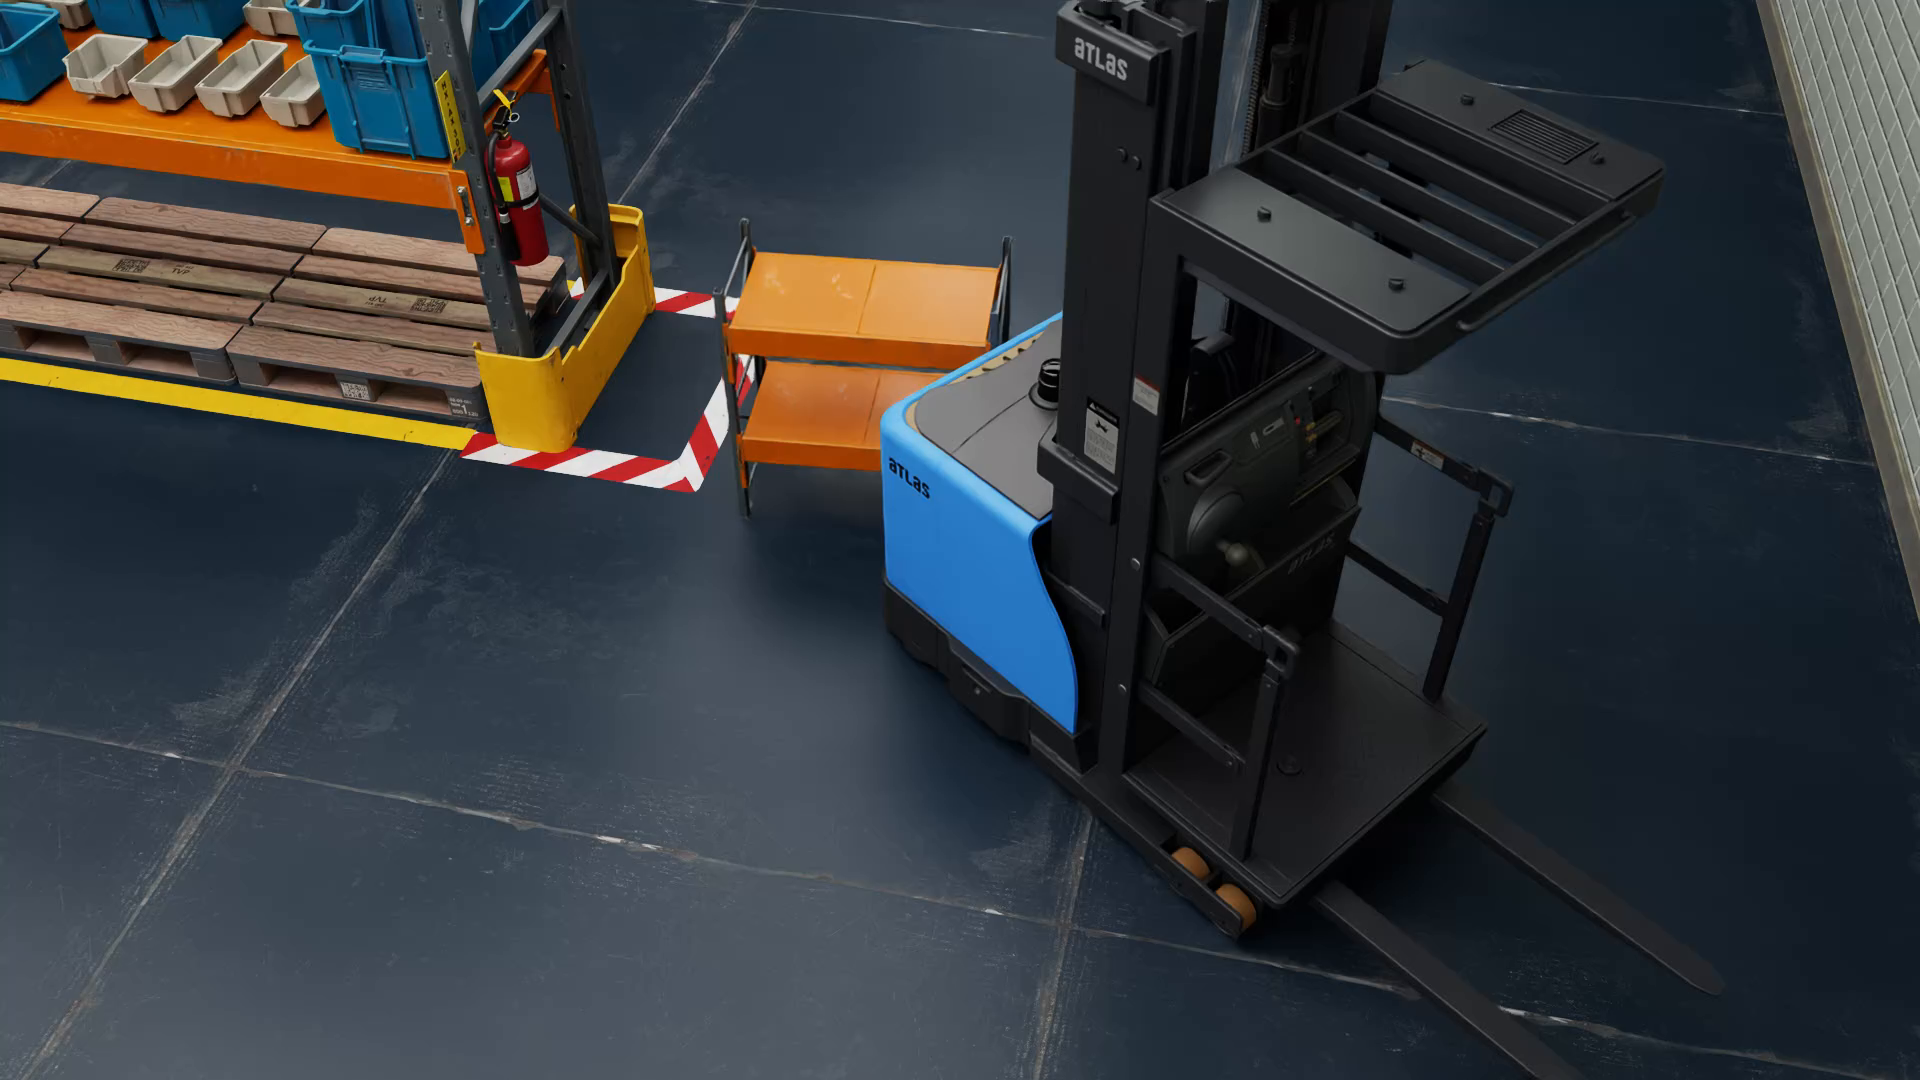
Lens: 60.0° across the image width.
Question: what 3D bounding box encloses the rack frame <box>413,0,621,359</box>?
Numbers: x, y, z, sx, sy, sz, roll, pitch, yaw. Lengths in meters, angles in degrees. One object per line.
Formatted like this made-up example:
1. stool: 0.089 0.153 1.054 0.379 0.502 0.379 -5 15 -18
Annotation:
1. rack frame: -1.754 -1.860 6.519 0.127 3.000 1.000 9 45 9

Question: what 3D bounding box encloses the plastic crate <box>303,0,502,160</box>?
1. plastic crate: -2.122 -1.819 6.408 0.499 0.435 0.616 9 45 9

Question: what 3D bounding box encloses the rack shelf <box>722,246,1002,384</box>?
1. rack shelf: -0.352 -0.832 6.381 1.000 0.278 0.538 5 44 5

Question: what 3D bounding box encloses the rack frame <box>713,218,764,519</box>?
1. rack frame: -0.857 -0.663 6.628 0.032 1.125 0.500 5 44 5

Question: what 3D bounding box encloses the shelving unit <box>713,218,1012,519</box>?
1. shelving unit: -0.352 -0.621 6.584 1.048 1.125 0.538 5 44 5

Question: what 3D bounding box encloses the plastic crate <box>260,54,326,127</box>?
1. plastic crate: -2.590 -1.787 6.591 0.243 0.136 0.396 9 45 9

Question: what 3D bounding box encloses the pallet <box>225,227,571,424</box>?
1. pallet: -2.550 -1.006 7.643 1.213 0.211 1.003 9 45 9

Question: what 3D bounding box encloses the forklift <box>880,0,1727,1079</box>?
1. forklift: 1.065 -0.177 4.820 1.130 2.935 3.031 -32 52 -29

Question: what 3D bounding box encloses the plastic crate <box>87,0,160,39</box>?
1. plastic crate: -3.501 -2.326 7.081 0.300 0.233 0.416 9 45 9

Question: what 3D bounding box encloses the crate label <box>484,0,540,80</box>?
1. crate label: -1.923 -2.081 6.827 0.303 0.233 0.416 9 45 9

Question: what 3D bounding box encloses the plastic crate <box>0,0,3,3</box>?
1. plastic crate: -4.208 -2.089 6.799 0.530 0.282 0.437 9 45 9

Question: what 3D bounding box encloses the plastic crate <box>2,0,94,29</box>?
1. plastic crate: -3.893 -2.332 7.157 0.466 0.136 0.293 9 45 9

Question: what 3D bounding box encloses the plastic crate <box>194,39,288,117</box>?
1. plastic crate: -2.869 -1.841 6.647 0.243 0.136 0.396 9 45 9

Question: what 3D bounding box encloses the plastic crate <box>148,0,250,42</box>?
1. plastic crate: -3.208 -2.281 7.034 0.300 0.233 0.416 9 45 9

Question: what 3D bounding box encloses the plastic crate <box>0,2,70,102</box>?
1. plastic crate: -3.814 -1.959 6.699 0.300 0.233 0.416 9 45 9

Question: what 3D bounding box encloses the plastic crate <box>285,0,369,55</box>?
1. plastic crate: -2.566 -2.181 6.930 0.300 0.233 0.416 9 45 9

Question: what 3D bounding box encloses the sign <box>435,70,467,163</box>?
1. sign: -1.858 -1.544 6.073 0.005 0.325 0.100 9 45 9

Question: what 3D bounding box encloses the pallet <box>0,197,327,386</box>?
1. pallet: -3.737 -1.193 7.837 1.213 0.211 1.003 9 45 9

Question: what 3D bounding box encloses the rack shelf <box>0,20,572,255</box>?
1. rack shelf: -3.706 -1.904 7.083 4.000 0.370 1.077 9 45 9

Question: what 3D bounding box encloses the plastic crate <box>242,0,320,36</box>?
1. plastic crate: -2.880 -2.254 7.076 0.298 0.136 0.250 9 45 9

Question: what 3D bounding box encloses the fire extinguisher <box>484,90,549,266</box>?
1. fire extinguisher: -1.706 -1.367 6.332 0.183 0.674 0.296 9 45 9

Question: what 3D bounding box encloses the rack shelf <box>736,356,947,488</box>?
1. rack shelf: -0.352 -0.445 6.754 1.000 0.278 0.538 5 44 5

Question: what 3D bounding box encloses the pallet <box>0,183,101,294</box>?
1. pallet: -4.932 -1.376 8.027 1.213 0.211 1.003 9 45 9

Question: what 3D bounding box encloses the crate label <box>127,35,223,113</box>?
1. crate label: -3.146 -1.867 6.673 0.243 0.136 0.396 9 45 9

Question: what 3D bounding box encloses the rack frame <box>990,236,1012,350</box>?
1. rack frame: 0.153 -0.580 6.541 0.032 1.125 0.500 5 44 5

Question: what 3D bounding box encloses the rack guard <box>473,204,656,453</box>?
1. rack guard: -1.728 -0.964 7.391 0.348 0.500 1.175 9 45 9

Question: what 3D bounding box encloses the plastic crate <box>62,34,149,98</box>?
1. plastic crate: -3.439 -1.899 6.707 0.250 0.136 0.298 9 45 9
